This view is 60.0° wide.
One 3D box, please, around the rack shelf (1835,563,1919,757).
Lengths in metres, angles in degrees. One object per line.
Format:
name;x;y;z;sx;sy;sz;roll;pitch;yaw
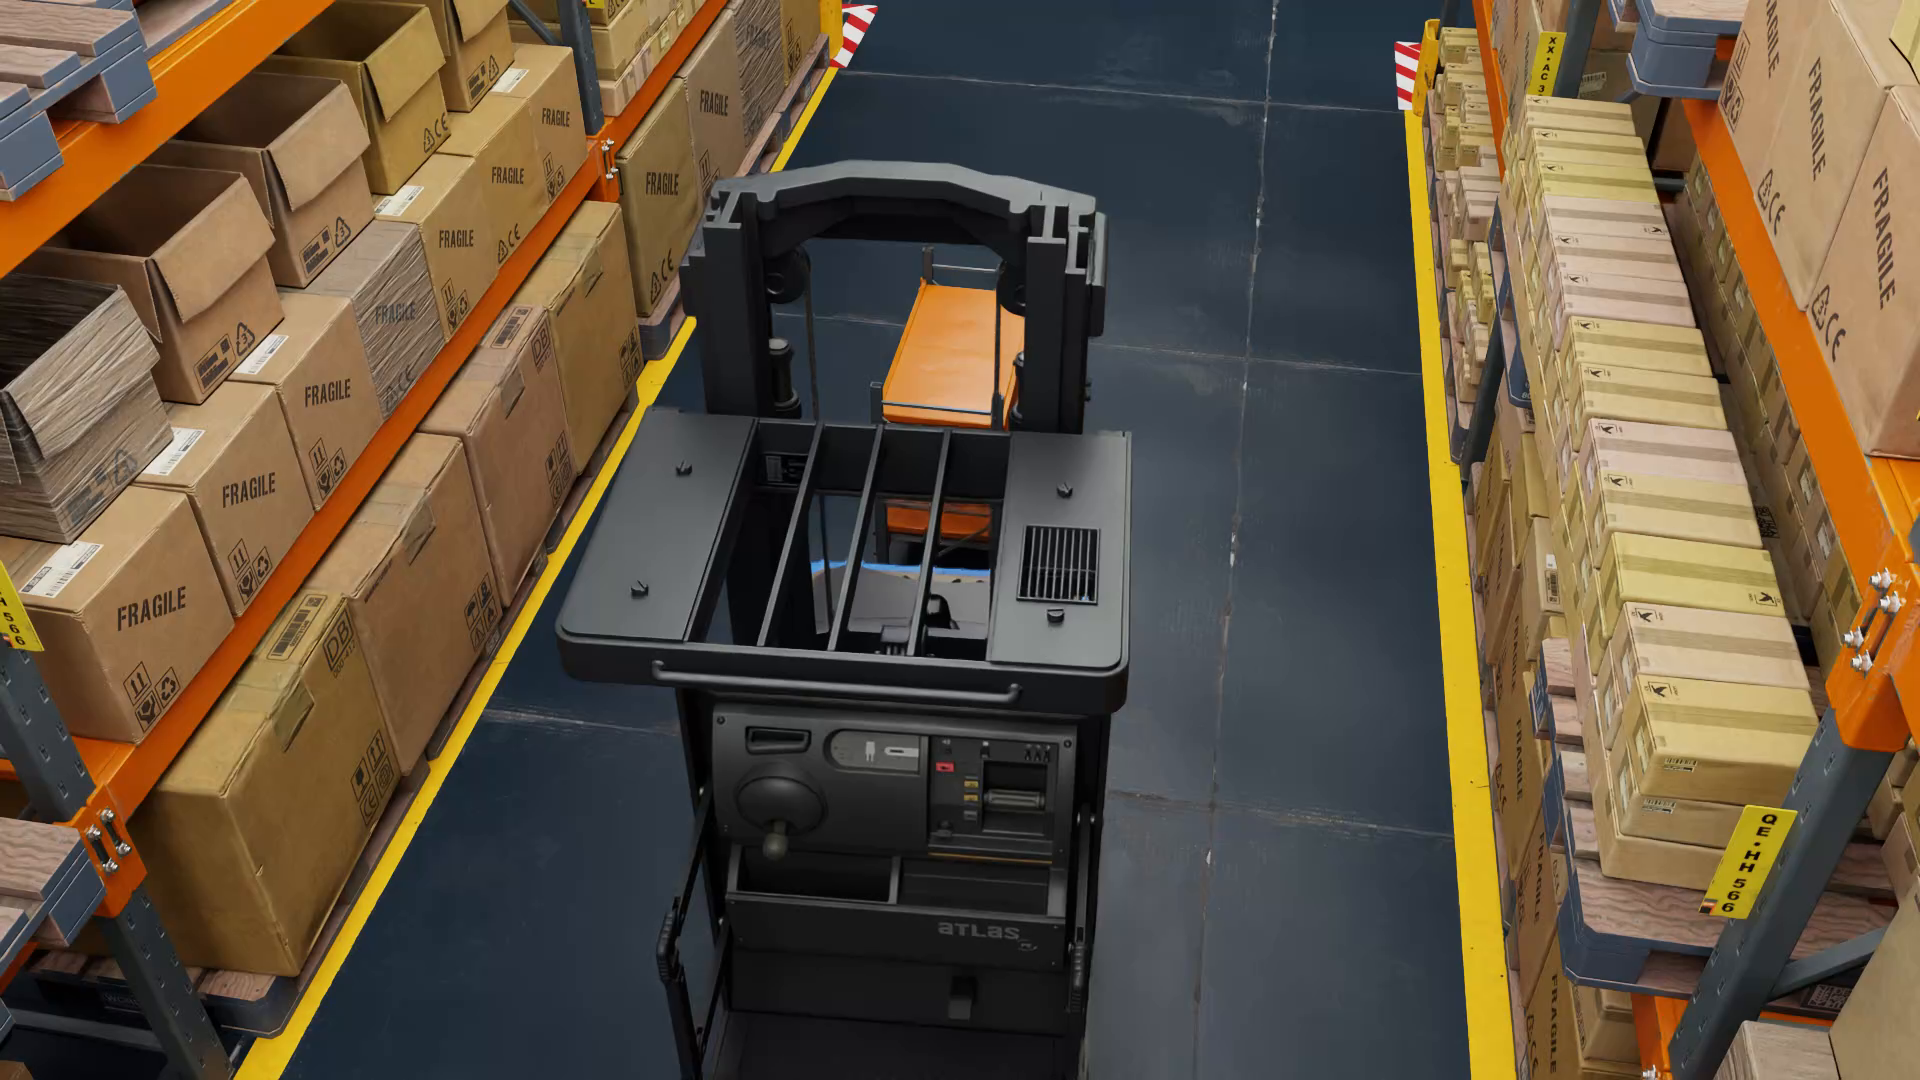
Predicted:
rack shelf;1.743;1.485;1.311;1.077;0.370;4.000;6;40;8

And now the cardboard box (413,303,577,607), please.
cardboard box;-2.331;-0.391;6.706;1.225;0.875;0.875;5;40;6

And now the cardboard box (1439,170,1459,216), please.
cardboard box;2.836;-1.886;9.085;0.380;0.149;0.250;5;40;6

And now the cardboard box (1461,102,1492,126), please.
cardboard box;2.931;-2.245;9.053;0.380;0.149;0.250;8;40;9

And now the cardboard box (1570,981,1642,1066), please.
cardboard box;1.949;1.163;4.533;0.500;0.250;0.500;6;40;7

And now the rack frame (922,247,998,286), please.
rack frame;0.089;-0.757;7.283;0.500;1.125;0.032;6;40;8

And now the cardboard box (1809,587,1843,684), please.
cardboard box;2.503;0.277;4.428;0.380;0.149;0.250;8;40;10

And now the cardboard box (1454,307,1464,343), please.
cardboard box;2.623;-1.076;8.105;0.380;0.149;0.250;5;40;6

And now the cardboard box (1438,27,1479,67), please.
cardboard box;3.048;-2.914;9.861;0.380;0.149;0.250;5;40;6

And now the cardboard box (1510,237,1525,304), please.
cardboard box;2.171;-0.940;5.900;0.380;0.149;0.250;7;40;8

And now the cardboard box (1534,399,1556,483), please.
cardboard box;1.993;-0.293;5.118;0.380;0.149;0.250;5;40;6

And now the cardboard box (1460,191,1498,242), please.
cardboard box;2.706;-1.603;8.275;0.380;0.149;0.250;5;40;6

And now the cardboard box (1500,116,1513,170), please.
cardboard box;2.538;-1.684;7.130;0.380;0.149;0.250;5;40;6

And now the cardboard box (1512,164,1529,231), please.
cardboard box;2.217;-1.222;6.009;0.380;0.149;0.250;6;40;7

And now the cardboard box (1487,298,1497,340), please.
cardboard box;2.587;-0.947;7.482;0.380;0.149;0.250;7;40;9

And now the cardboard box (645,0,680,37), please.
cardboard box;-1.656;-2.647;7.982;0.500;0.250;0.500;6;40;7

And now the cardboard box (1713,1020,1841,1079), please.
cardboard box;1.746;1.322;3.219;0.500;0.500;0.500;7;40;8

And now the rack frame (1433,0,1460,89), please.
rack frame;3.474;-3.912;9.628;1.000;3.000;0.127;6;40;8

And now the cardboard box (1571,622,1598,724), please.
cardboard box;1.811;0.366;4.321;0.380;0.149;0.250;7;40;8

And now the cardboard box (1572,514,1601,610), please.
cardboard box;1.858;0.078;4.435;0.380;0.149;0.250;6;40;8

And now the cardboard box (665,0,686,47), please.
cardboard box;-1.573;-2.560;8.190;0.380;0.149;0.250;5;40;6

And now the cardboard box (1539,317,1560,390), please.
cardboard box;2.038;-0.561;5.209;0.380;0.149;0.250;6;40;7

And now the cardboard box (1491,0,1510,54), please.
cardboard box;2.765;-2.528;7.641;0.500;0.500;0.500;6;40;7

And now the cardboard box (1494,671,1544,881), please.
cardboard box;2.115;0.809;5.550;0.500;0.500;0.500;5;40;6

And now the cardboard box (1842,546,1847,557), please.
cardboard box;2.497;0.057;4.228;0.380;0.149;0.250;5;40;6

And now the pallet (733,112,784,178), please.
pallet;-1.669;-2.174;9.714;1.003;0.211;1.213;6;40;8

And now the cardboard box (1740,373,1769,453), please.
cardboard box;2.685;-0.378;5.221;0.380;0.149;0.250;8;40;10

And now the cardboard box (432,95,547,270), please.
cardboard box;-1.991;-1.418;6.532;0.500;0.500;0.500;8;40;9

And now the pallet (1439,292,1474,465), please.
pallet;2.863;-0.753;7.995;1.003;0.211;1.213;6;40;8

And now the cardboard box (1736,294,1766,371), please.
cardboard box;2.728;-0.654;5.321;0.380;0.149;0.250;4;40;5

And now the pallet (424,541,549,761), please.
pallet;-2.354;0.323;6.694;1.003;0.211;1.213;6;40;8

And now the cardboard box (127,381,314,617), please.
cardboard box;-2.339;-0.140;4.986;0.500;0.500;0.500;5;40;6

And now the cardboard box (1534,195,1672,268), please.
cardboard box;2.126;-1.007;5.515;0.380;0.149;0.250;6;40;7

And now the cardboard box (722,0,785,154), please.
cardboard box;-1.583;-2.884;9.722;0.875;0.875;0.875;6;40;8

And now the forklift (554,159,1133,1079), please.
forklift;-0.189;0.716;4.084;1.130;2.935;3.031;3;40;4

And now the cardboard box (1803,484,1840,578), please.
cardboard box;2.546;-0.006;4.537;0.380;0.149;0.250;6;40;8

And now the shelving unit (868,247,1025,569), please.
shelving unit;0.001;-0.438;6.897;0.538;1.125;1.048;6;40;8

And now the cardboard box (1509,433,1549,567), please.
cardboard box;2.304;-0.121;6.085;0.500;0.250;0.500;7;40;9

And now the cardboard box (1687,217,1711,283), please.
cardboard box;2.864;-1.033;6.013;0.380;0.149;0.250;7;40;8

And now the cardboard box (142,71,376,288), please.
cardboard box;-2.411;-1.215;5.499;0.797;0.503;0.637;8;40;9

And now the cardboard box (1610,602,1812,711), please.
cardboard box;1.768;0.298;3.936;0.380;0.149;0.250;6;40;7

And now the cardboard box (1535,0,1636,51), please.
cardboard box;2.596;-2.265;6.539;0.500;0.500;0.500;5;40;6

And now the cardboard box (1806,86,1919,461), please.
cardboard box;1.938;-0.473;3.035;0.500;0.500;0.500;6;40;8

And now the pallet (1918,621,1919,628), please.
pallet;2.030;0.435;2.164;1.213;0.211;1.003;8;40;10

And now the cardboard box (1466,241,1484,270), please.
cardboard box;2.751;-1.463;8.339;0.380;0.149;0.250;7;40;9

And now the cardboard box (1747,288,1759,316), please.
cardboard box;2.721;-0.774;5.232;0.380;0.149;0.250;5;40;6

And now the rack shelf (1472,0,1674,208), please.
rack shelf;3.128;-2.380;8.339;1.077;0.370;4.000;6;40;8

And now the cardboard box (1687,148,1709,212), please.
cardboard box;2.907;-1.310;6.115;0.380;0.149;0.250;8;40;9

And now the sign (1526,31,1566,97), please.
sign;2.246;-1.791;6.383;0.100;0.325;0.005;6;40;8

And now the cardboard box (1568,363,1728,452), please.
cardboard box;1.949;-0.356;4.727;0.380;0.149;0.250;8;40;10

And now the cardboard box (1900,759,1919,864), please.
cardboard box;2.371;0.647;3.747;0.380;0.149;0.250;8;40;10

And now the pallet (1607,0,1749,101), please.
pallet;2.393;-1.459;4.454;1.213;0.211;1.003;6;40;8
